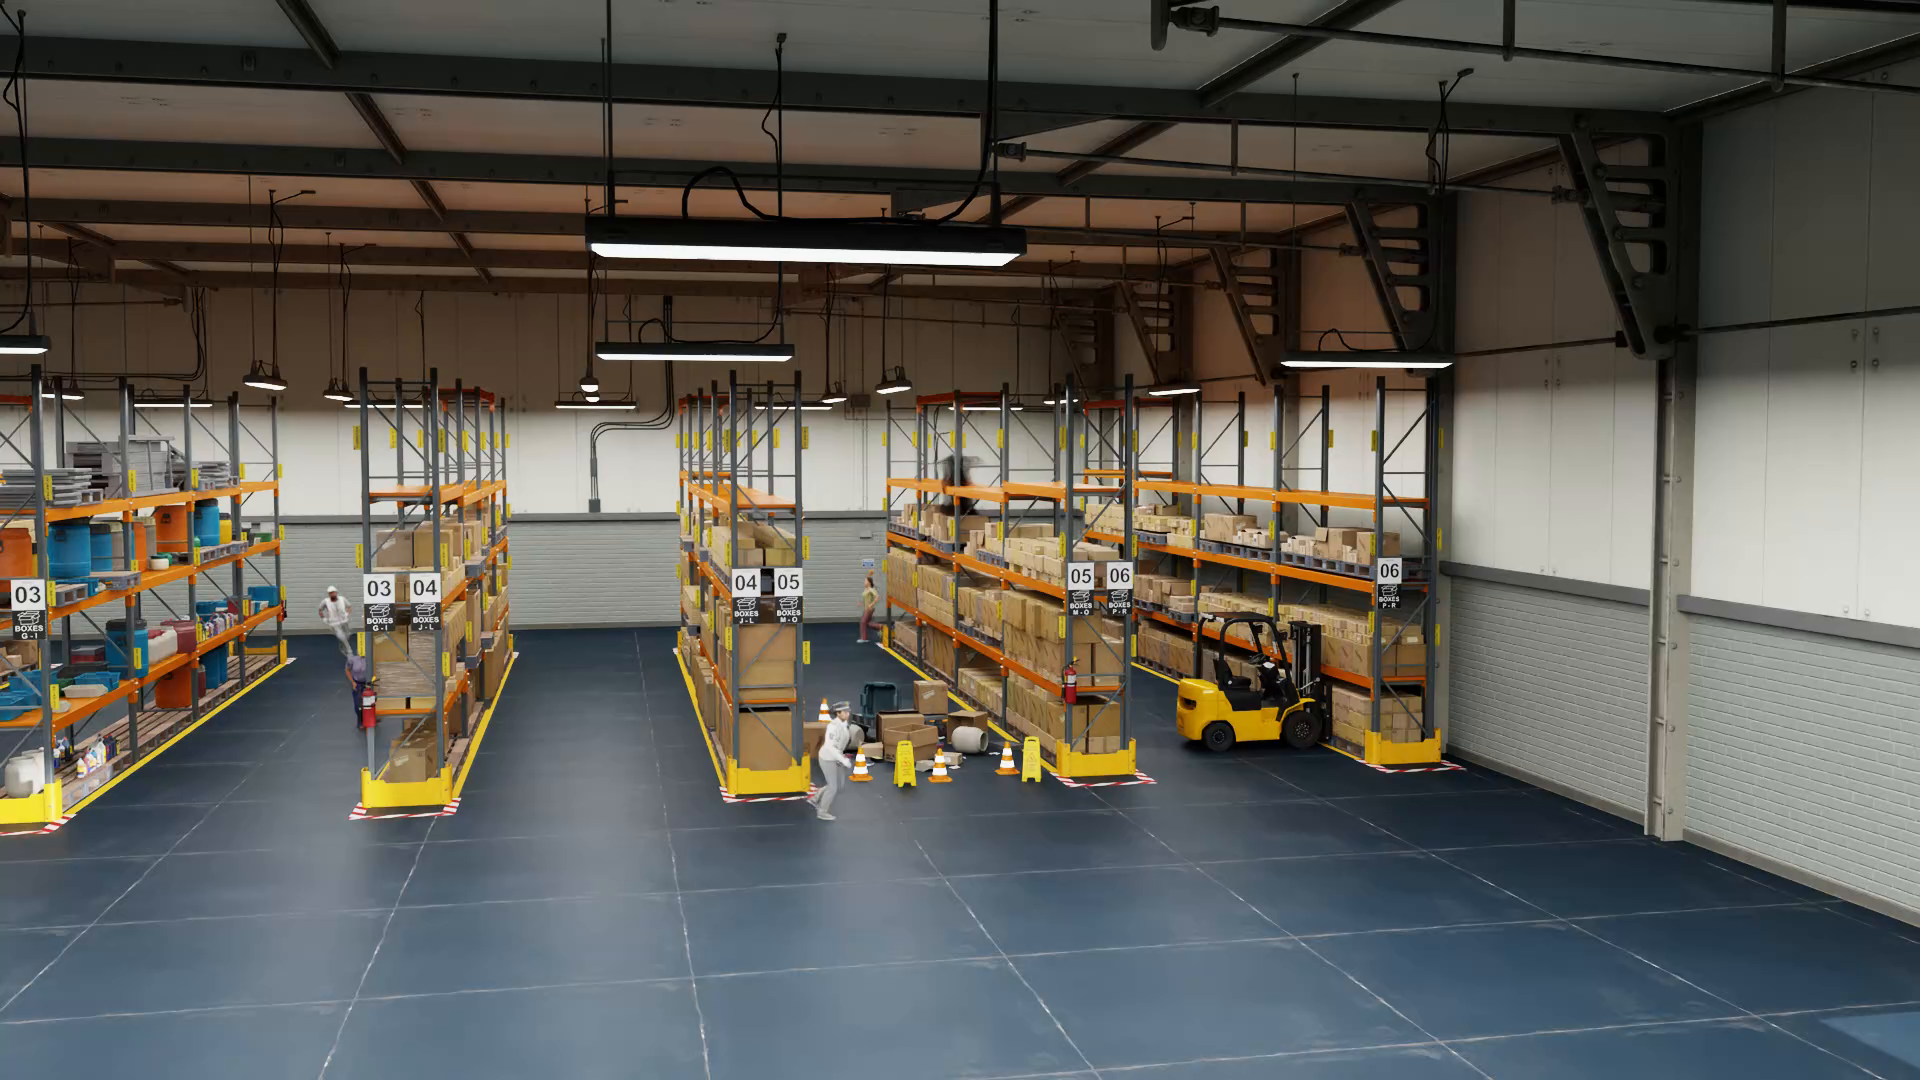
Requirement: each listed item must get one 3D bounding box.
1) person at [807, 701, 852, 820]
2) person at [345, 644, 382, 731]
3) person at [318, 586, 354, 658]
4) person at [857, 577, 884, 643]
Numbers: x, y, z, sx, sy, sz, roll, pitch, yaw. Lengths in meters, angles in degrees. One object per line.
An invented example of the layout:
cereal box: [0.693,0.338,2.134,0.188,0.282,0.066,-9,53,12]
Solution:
person: [-1.707,2.898,21.925,0.685,1.608,0.589,1,4,18]
person: [-10.334,2.513,28.854,0.631,1.557,0.780,-2,4,-30]
person: [-14.144,1.890,37.759,0.740,1.714,1.002,-3,4,-38]
person: [-2.205,1.858,41.408,0.765,1.385,0.588,-1,4,-21]
